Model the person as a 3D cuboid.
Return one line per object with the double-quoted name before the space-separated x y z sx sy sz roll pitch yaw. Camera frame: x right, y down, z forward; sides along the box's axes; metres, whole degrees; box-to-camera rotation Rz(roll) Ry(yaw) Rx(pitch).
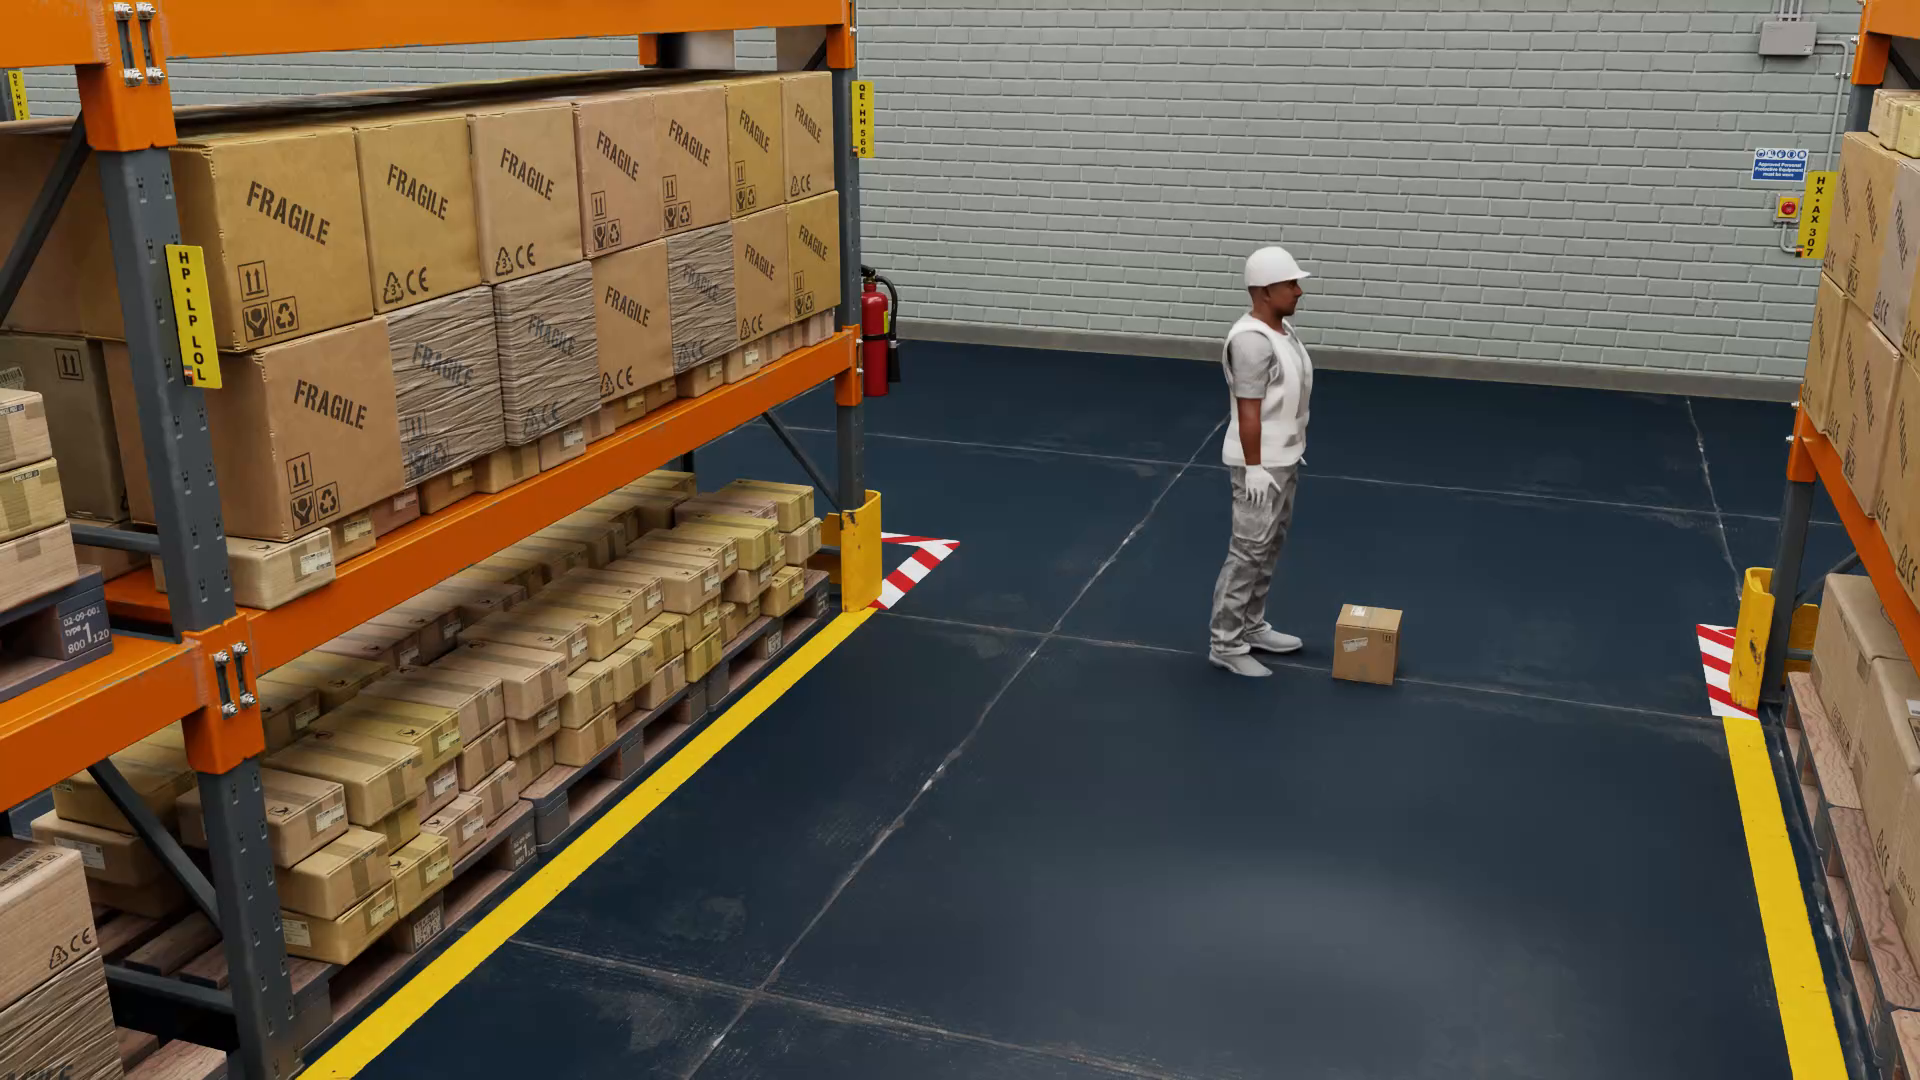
"person" 1.300 -0.323 7.044 0.374 1.822 0.550 7 20 19
